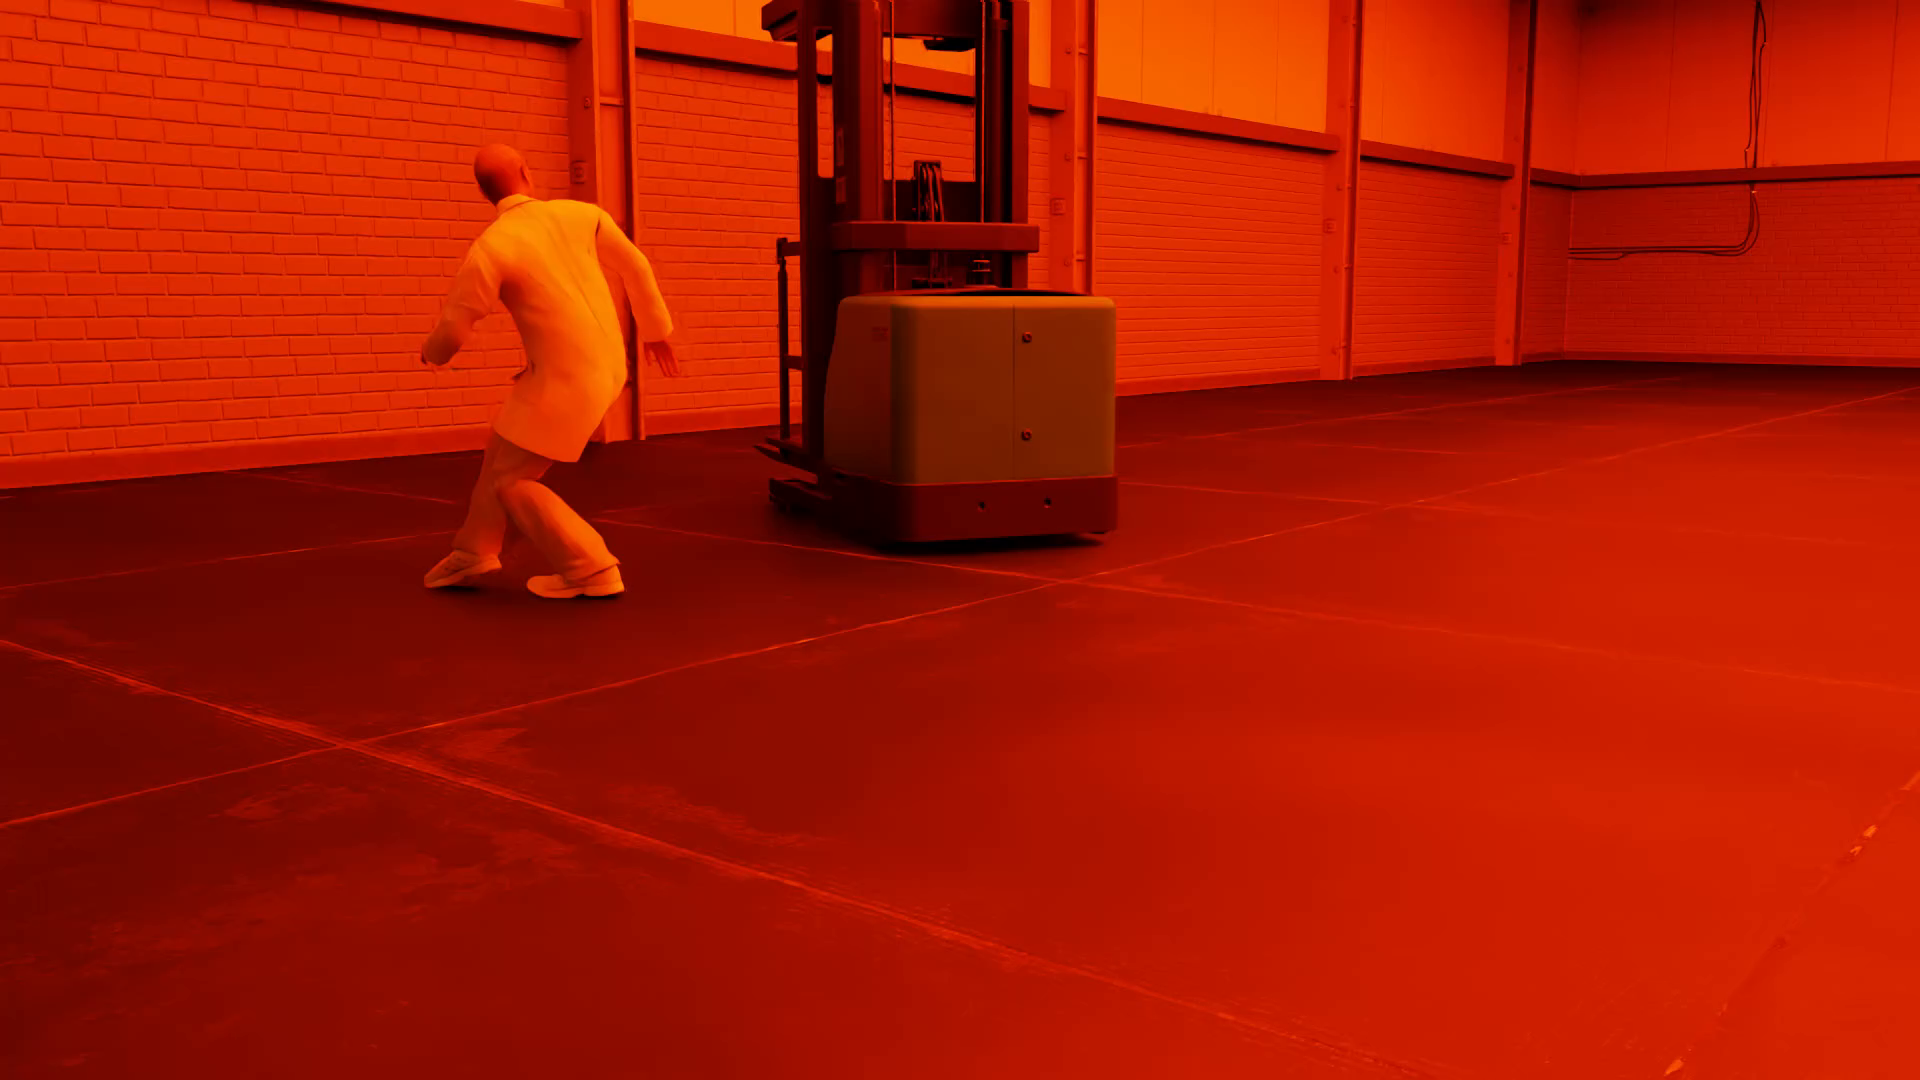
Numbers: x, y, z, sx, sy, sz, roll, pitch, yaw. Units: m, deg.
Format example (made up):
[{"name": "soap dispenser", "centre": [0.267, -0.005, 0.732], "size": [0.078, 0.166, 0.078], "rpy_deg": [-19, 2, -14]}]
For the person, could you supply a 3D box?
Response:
[{"name": "person", "centre": [-1.566, -0.613, 6.097], "size": [0.831, 1.618, 0.808], "rpy_deg": [3, 9, 22]}]

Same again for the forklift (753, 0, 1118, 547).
[{"name": "forklift", "centre": [-0.327, -1.597, 8.194], "size": [1.130, 2.935, 3.031], "rpy_deg": [-3, 9, -21]}]
